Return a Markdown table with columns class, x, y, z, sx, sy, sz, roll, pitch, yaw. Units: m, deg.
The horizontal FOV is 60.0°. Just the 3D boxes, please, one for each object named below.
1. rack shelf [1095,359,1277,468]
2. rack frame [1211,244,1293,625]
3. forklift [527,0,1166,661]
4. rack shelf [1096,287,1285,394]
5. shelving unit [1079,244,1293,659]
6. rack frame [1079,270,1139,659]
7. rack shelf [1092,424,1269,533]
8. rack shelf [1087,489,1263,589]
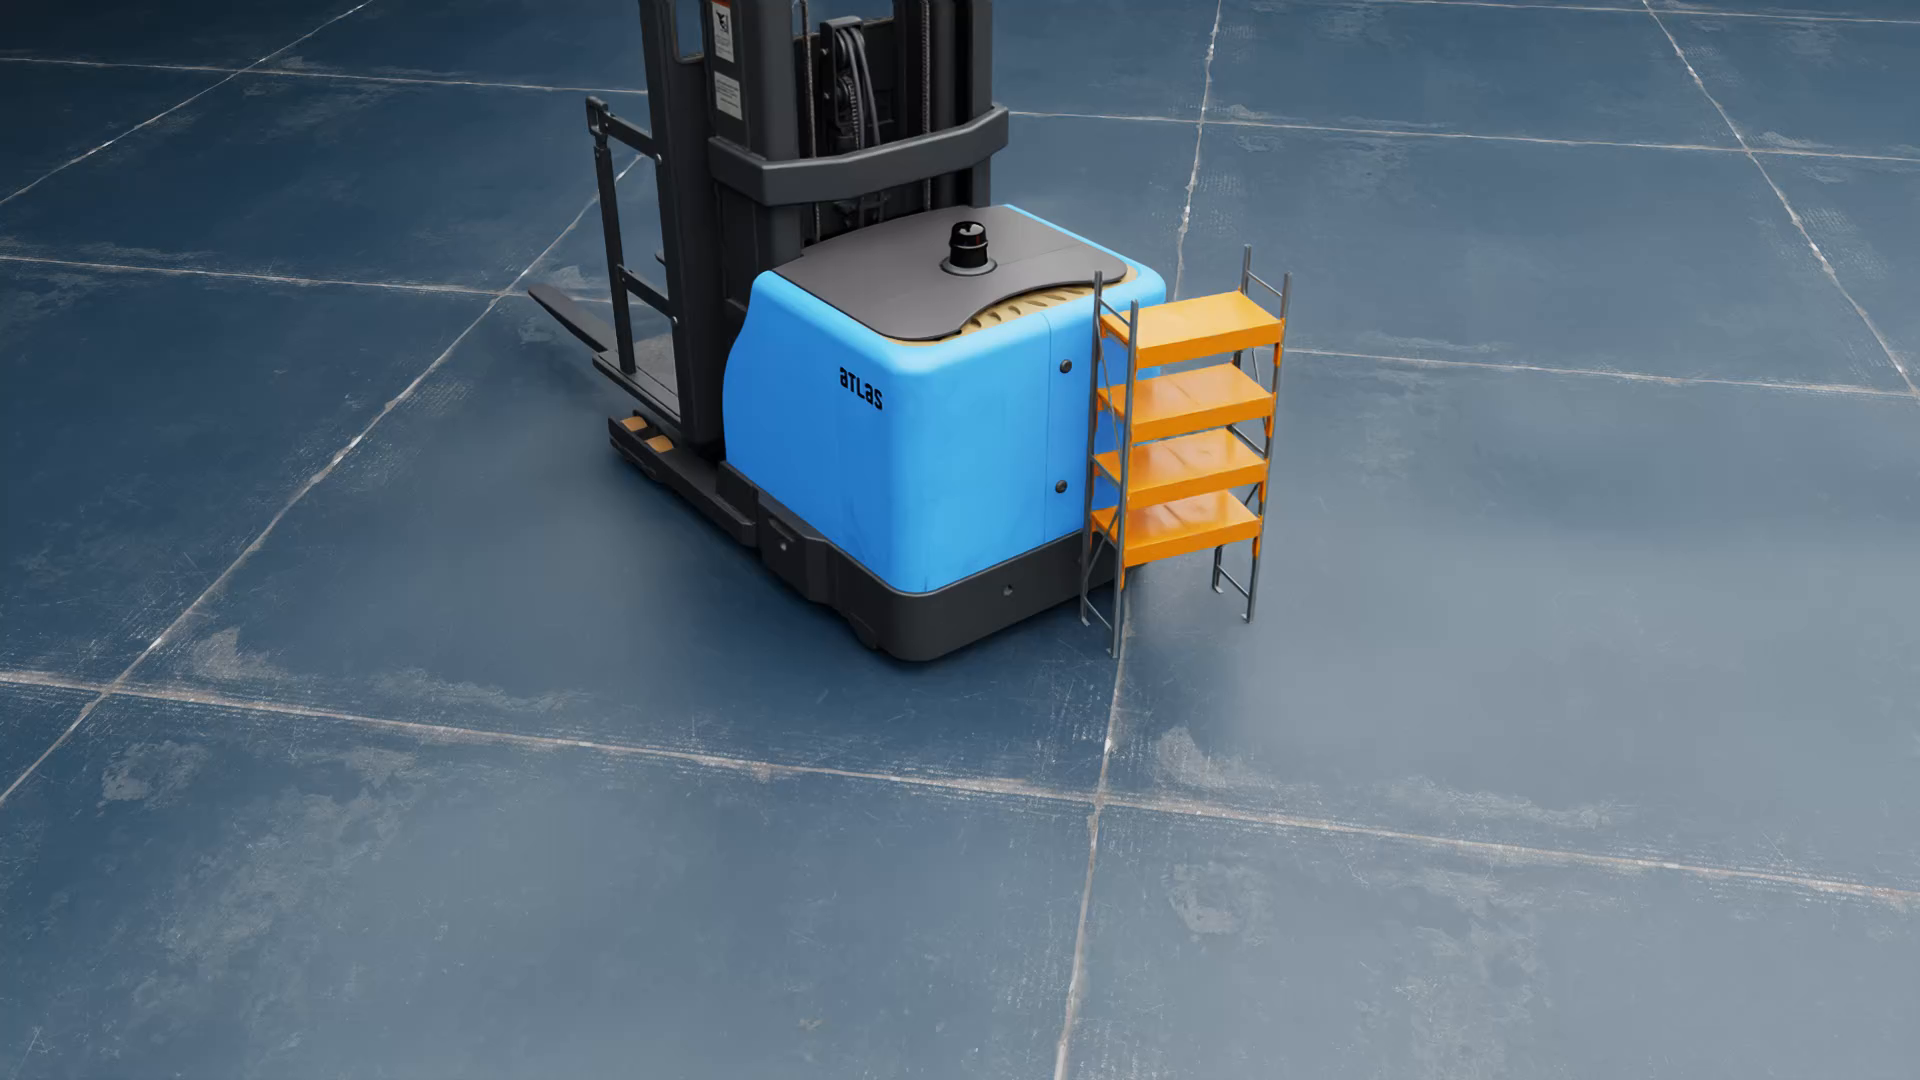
| class | x | y | z | sx | sy | sz | roll | pitch | yaw |
| --- | --- | --- | --- | --- | --- | --- | --- | --- | --- |
| rack shelf | 0.660 | -0.380 | 4.932 | 0.480 | 0.148 | 0.258 | -13 | 34 | -19 |
| rack frame | 0.885 | -0.298 | 5.095 | 0.015 | 1.200 | 0.240 | -13 | 34 | -19 |
| forklift | -0.652 | -1.598 | 5.540 | 1.130 | 2.935 | 3.031 | -22 | 38 | -31 |
| rack shelf | 0.660 | -0.581 | 4.807 | 0.480 | 0.148 | 0.258 | -13 | 34 | -19 |
| shelving unit | 0.660 | -0.248 | 5.015 | 0.503 | 1.200 | 0.258 | -13 | 34 | -19 |
| rack frame | 0.435 | -0.198 | 4.935 | 0.015 | 1.200 | 0.240 | -13 | 34 | -19 |
| rack shelf | 0.660 | -0.191 | 5.051 | 0.480 | 0.148 | 0.258 | -13 | 34 | -19 |
| rack shelf | 0.660 | -0.022 | 5.156 | 0.480 | 0.148 | 0.258 | -13 | 34 | -19 |
